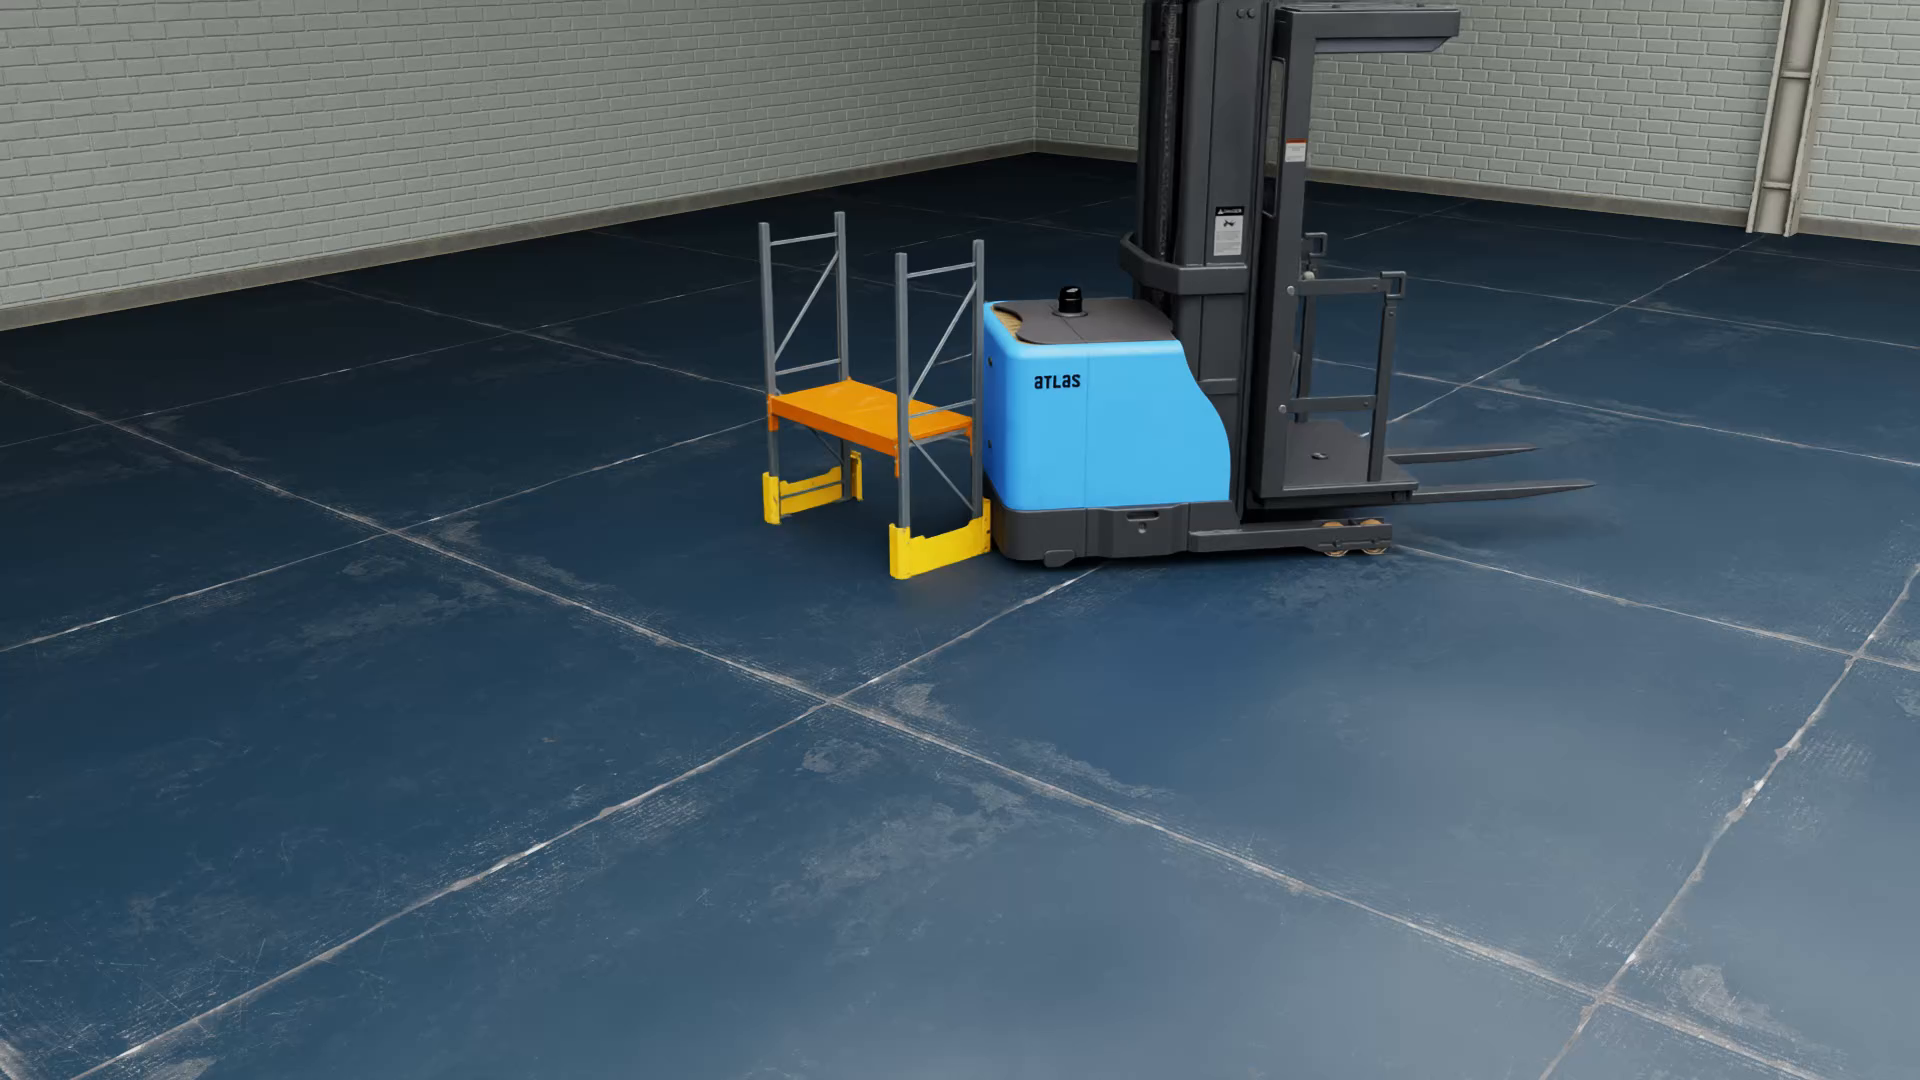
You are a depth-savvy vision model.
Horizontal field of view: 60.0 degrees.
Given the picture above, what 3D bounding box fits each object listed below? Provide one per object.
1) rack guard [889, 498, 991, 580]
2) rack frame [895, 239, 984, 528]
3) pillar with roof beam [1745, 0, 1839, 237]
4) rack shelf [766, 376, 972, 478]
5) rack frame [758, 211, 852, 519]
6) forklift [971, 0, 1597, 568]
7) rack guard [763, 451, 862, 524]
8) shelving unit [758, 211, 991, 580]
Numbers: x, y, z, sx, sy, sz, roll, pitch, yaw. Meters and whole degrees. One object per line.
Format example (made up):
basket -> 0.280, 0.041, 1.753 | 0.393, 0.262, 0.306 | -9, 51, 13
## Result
rack guard -> -0.088, -0.011, 7.843 | 0.587, 0.250, 0.087 | -18, 27, -39
rack frame -> -0.087, -0.595, 7.622 | 0.500, 1.500, 0.032 | -18, 27, -39
pillar with roof beam -> 5.111, -6.006, 11.343 | 0.400, 9.000, 9.100 | 16, 26, 36
rack shelf -> -0.426, -0.561, 8.039 | 0.538, 0.185, 1.000 | -18, 27, -39
rack frame -> -0.765, -0.863, 8.330 | 0.500, 1.500, 0.032 | -18, 27, -39
forklift -> 1.623, -1.470, 7.913 | 3.031, 2.935, 1.130 | -3, 21, -9
rack guard -> -0.752, -0.273, 8.537 | 0.587, 0.250, 0.087 | -18, 27, -39
shelving unit -> -0.420, -0.727, 7.969 | 0.587, 1.500, 1.083 | -18, 27, -39
